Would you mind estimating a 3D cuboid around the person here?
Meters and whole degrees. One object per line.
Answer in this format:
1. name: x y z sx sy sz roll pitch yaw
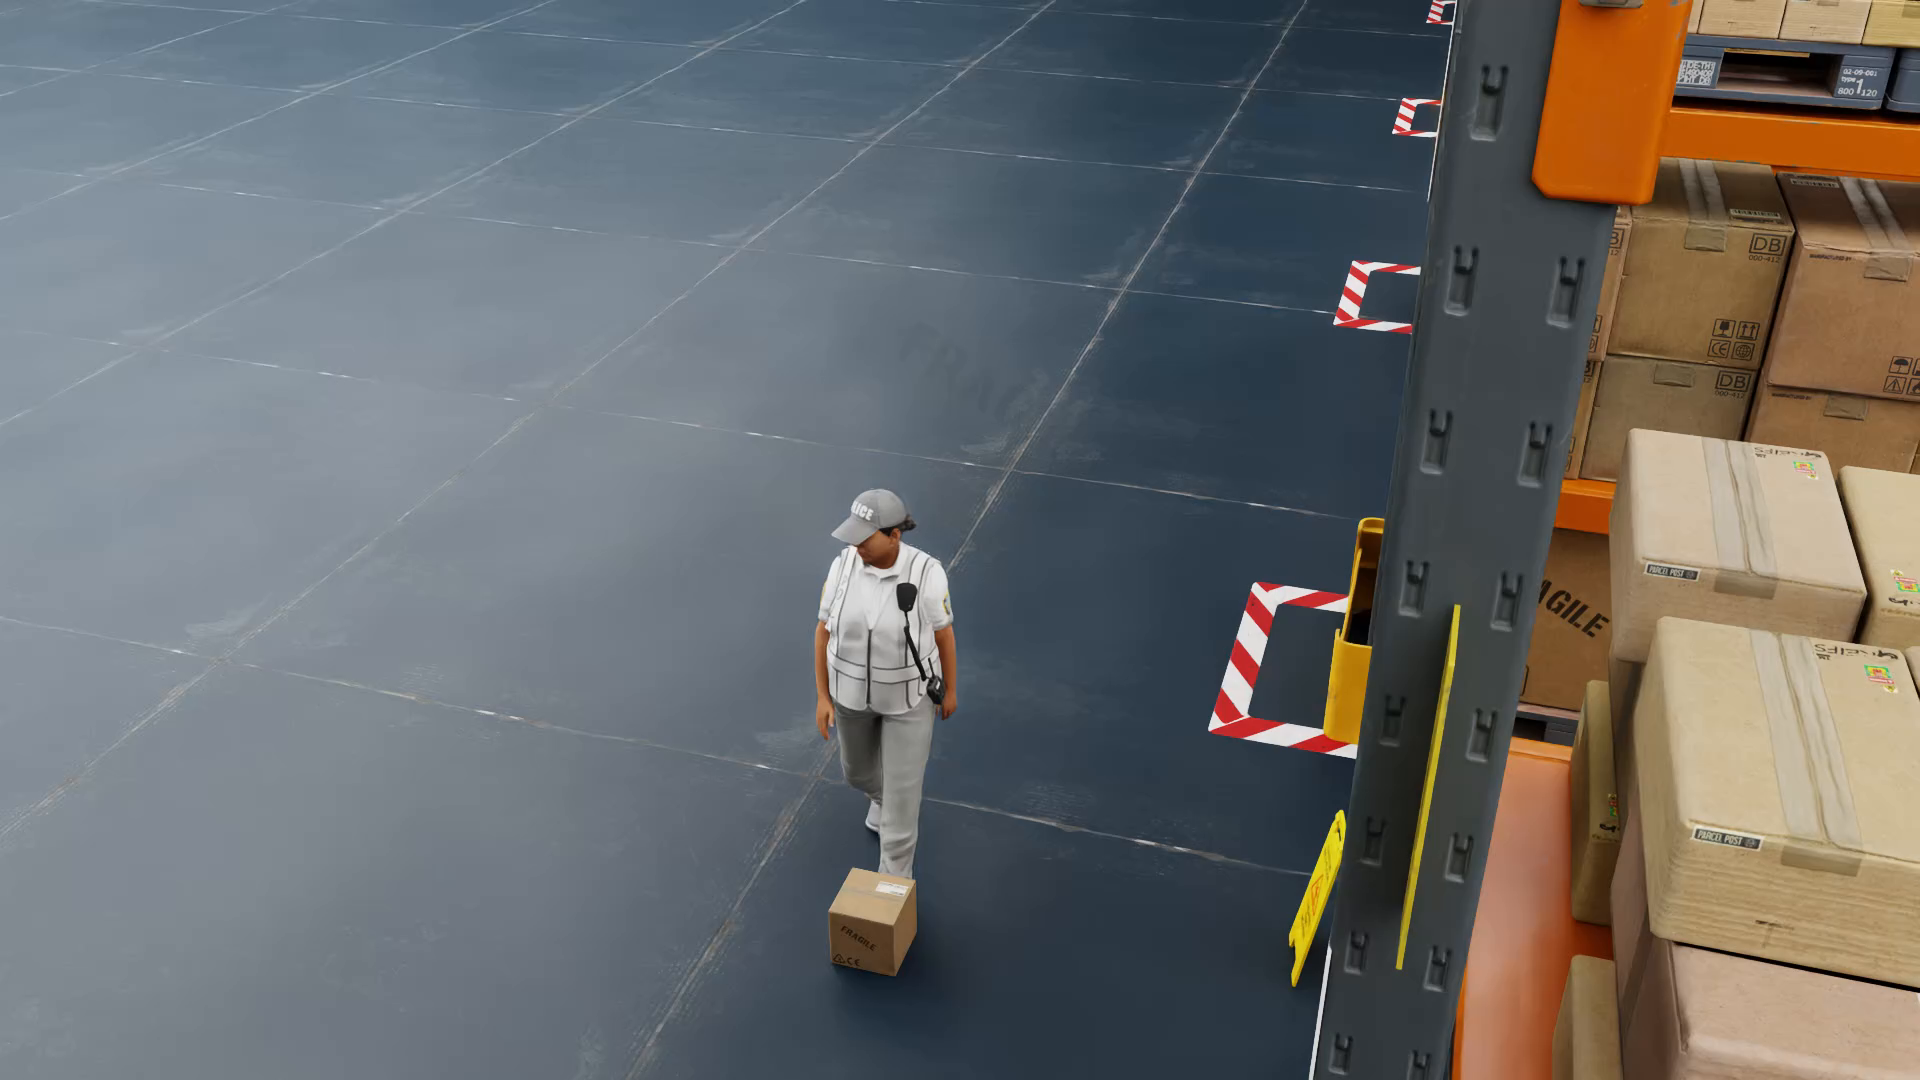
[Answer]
1. person: -0.310 0.597 6.088 0.505 1.607 0.942 8 30 14
